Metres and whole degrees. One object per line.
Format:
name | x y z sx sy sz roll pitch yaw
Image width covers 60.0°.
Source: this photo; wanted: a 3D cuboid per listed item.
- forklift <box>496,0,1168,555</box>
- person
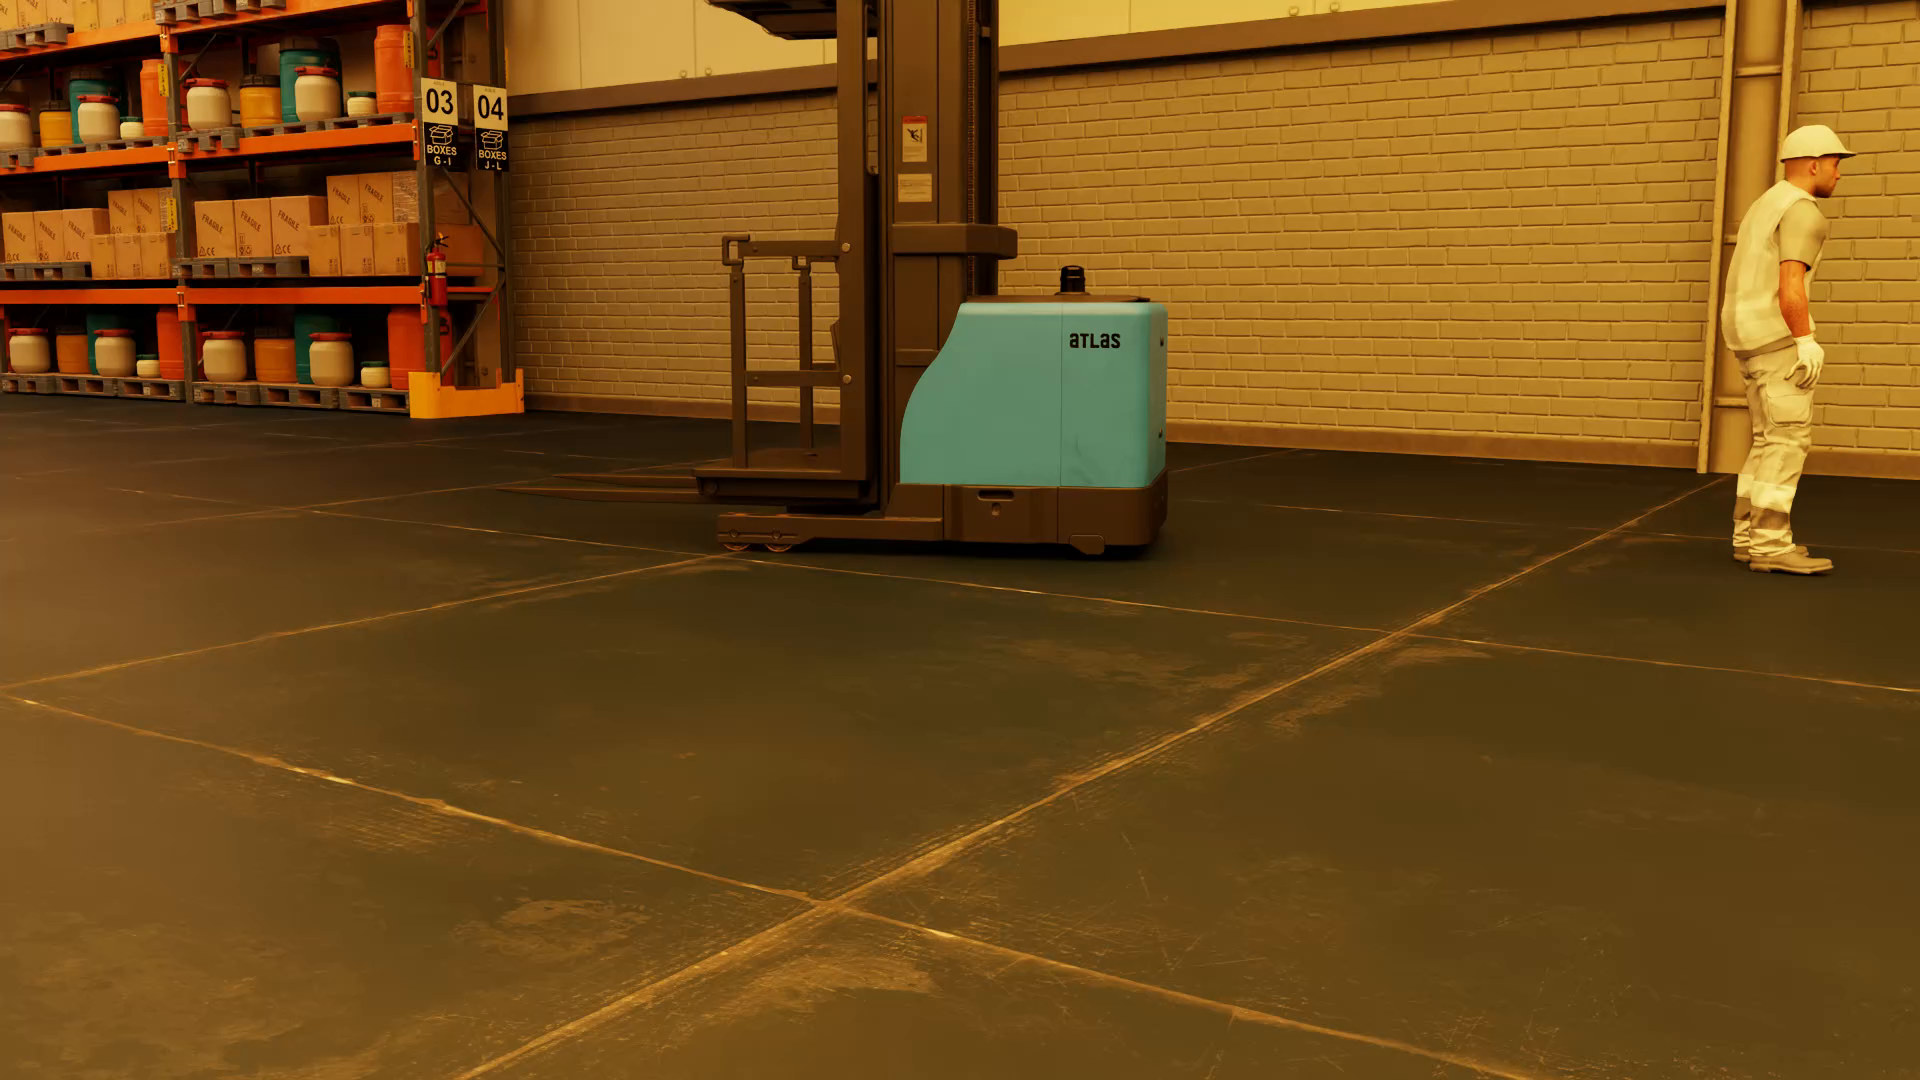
forklift | -0.596 -1.469 7.520 3.031 2.935 1.130 2 8 12
person | 3.350 -0.776 6.755 0.451 1.778 0.611 2 8 11
